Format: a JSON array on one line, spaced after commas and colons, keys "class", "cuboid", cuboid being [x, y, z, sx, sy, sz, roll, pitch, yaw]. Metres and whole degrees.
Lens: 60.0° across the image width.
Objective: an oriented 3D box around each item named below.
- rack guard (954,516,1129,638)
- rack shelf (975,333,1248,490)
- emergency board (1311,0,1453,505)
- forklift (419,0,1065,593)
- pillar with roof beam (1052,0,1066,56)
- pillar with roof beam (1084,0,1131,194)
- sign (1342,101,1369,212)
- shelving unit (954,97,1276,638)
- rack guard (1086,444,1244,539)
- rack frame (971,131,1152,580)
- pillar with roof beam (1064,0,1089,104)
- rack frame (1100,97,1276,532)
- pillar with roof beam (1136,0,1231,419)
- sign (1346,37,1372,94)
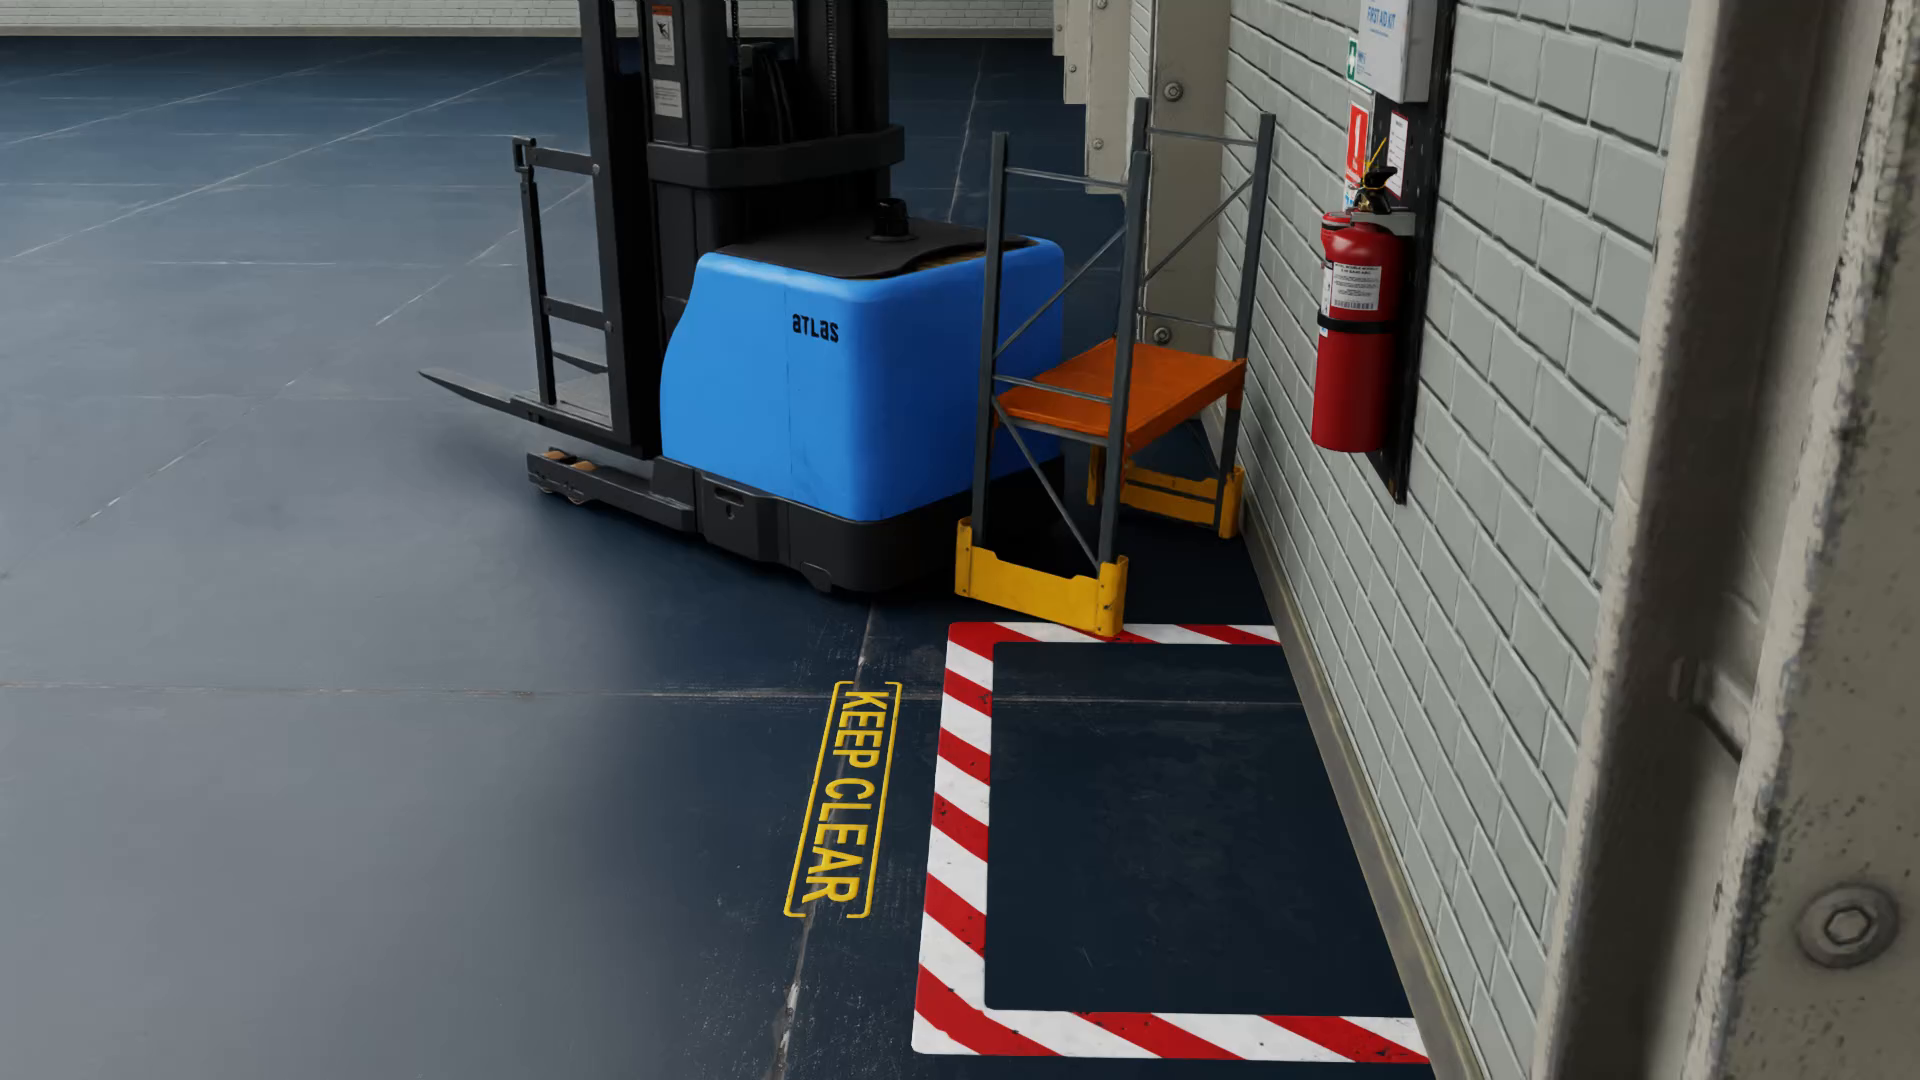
[{"class": "rack guard", "cuboid": [0.253, 0.114, 5.343, 0.587, 0.250, 0.087, 15, 26, 26]}, {"class": "rack shelf", "cuboid": [0.529, -0.454, 5.579, 0.538, 0.185, 1.000, 15, 26, 26]}, {"class": "emergency board", "cuboid": [0.896, -0.735, 3.776, 0.194, 1.169, 0.643, 1, 21, 2]}, {"class": "forklift", "cuboid": [-1.050, -1.623, 6.160, 3.031, 2.935, 1.130, 18, 28, 39]}, {"class": "pillar with roof beam", "cuboid": [-2.790, -11.364, 22.876, 9.100, 9.000, 0.400, 1, 21, 2]}, {"class": "pillar with roof beam", "cuboid": [-3.155, -7.025, 11.694, 9.100, 9.000, 0.400, 1, 21, 2]}, {"class": "sign", "cuboid": [1.016, -0.950, 4.282, 0.001, 0.329, 0.234, 1, 21, 2]}, {"class": "shelving unit", "cuboid": [0.533, -0.617, 5.502, 0.587, 1.500, 1.083, 15, 26, 26]}, {"class": "rack guard", "cuboid": [0.752, -0.198, 6.147, 0.587, 0.250, 0.087, 15, 26, 26]}, {"class": "rack frame", "cuboid": [0.283, -0.461, 5.099, 0.500, 1.500, 0.032, 15, 26, 26]}, {"class": "pillar with roof beam", "cuboid": [-2.973, -9.194, 17.285, 9.100, 9.000, 0.400, 1, 21, 2]}, {"class": "rack frame", "cuboid": [0.792, -0.780, 5.920, 0.500, 1.500, 0.032, 15, 26, 26]}, {"class": "pillar with roof beam", "cuboid": [-3.338, -4.855, 6.102, 9.100, 9.000, 0.400, 1, 21, 2]}, {"class": "sign", "cuboid": [1.007, -1.196, 4.182, 0.001, 0.109, 0.331, 1, 21, 2]}]
